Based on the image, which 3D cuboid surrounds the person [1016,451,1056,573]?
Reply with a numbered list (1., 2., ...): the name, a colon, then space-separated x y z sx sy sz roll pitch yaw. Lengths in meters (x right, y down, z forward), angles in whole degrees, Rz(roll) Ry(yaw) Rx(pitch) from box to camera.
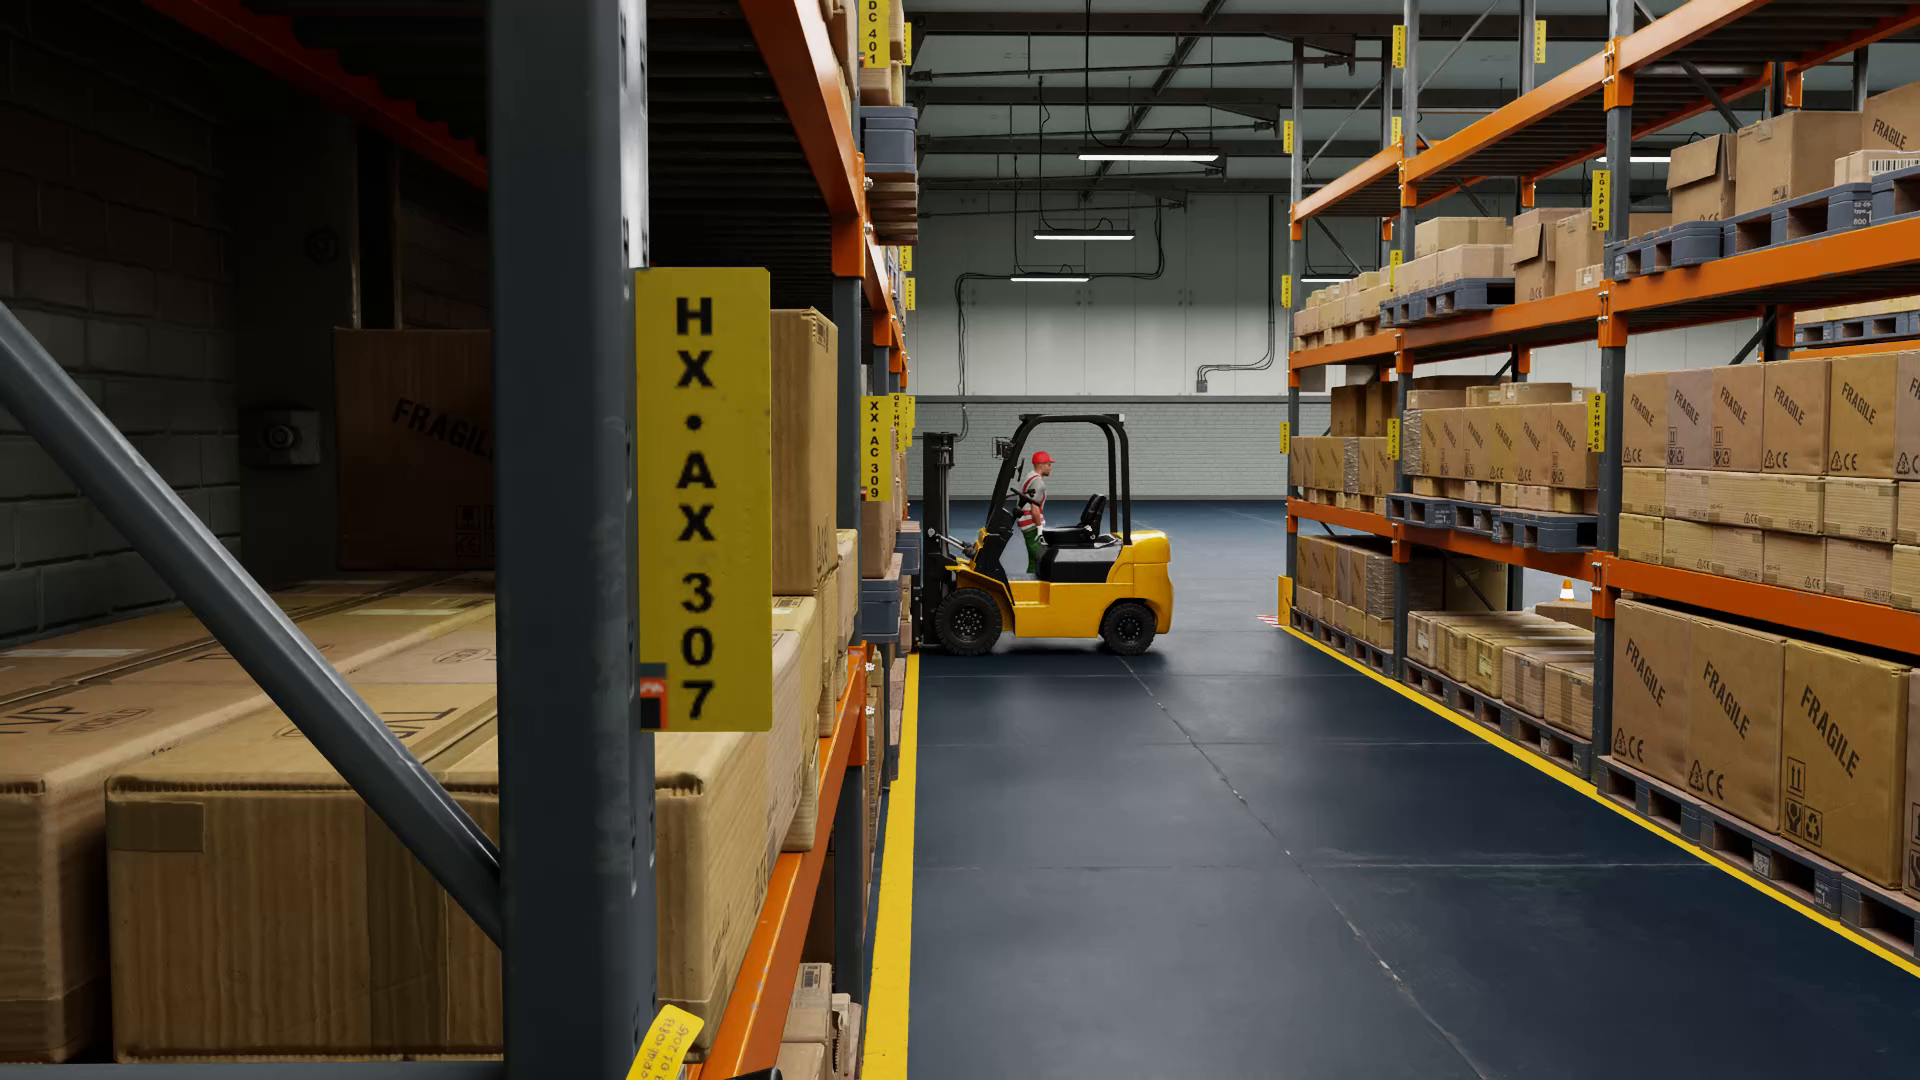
1. person: 0.873 -0.119 18.936 0.453 1.776 0.617 0 4 -5
